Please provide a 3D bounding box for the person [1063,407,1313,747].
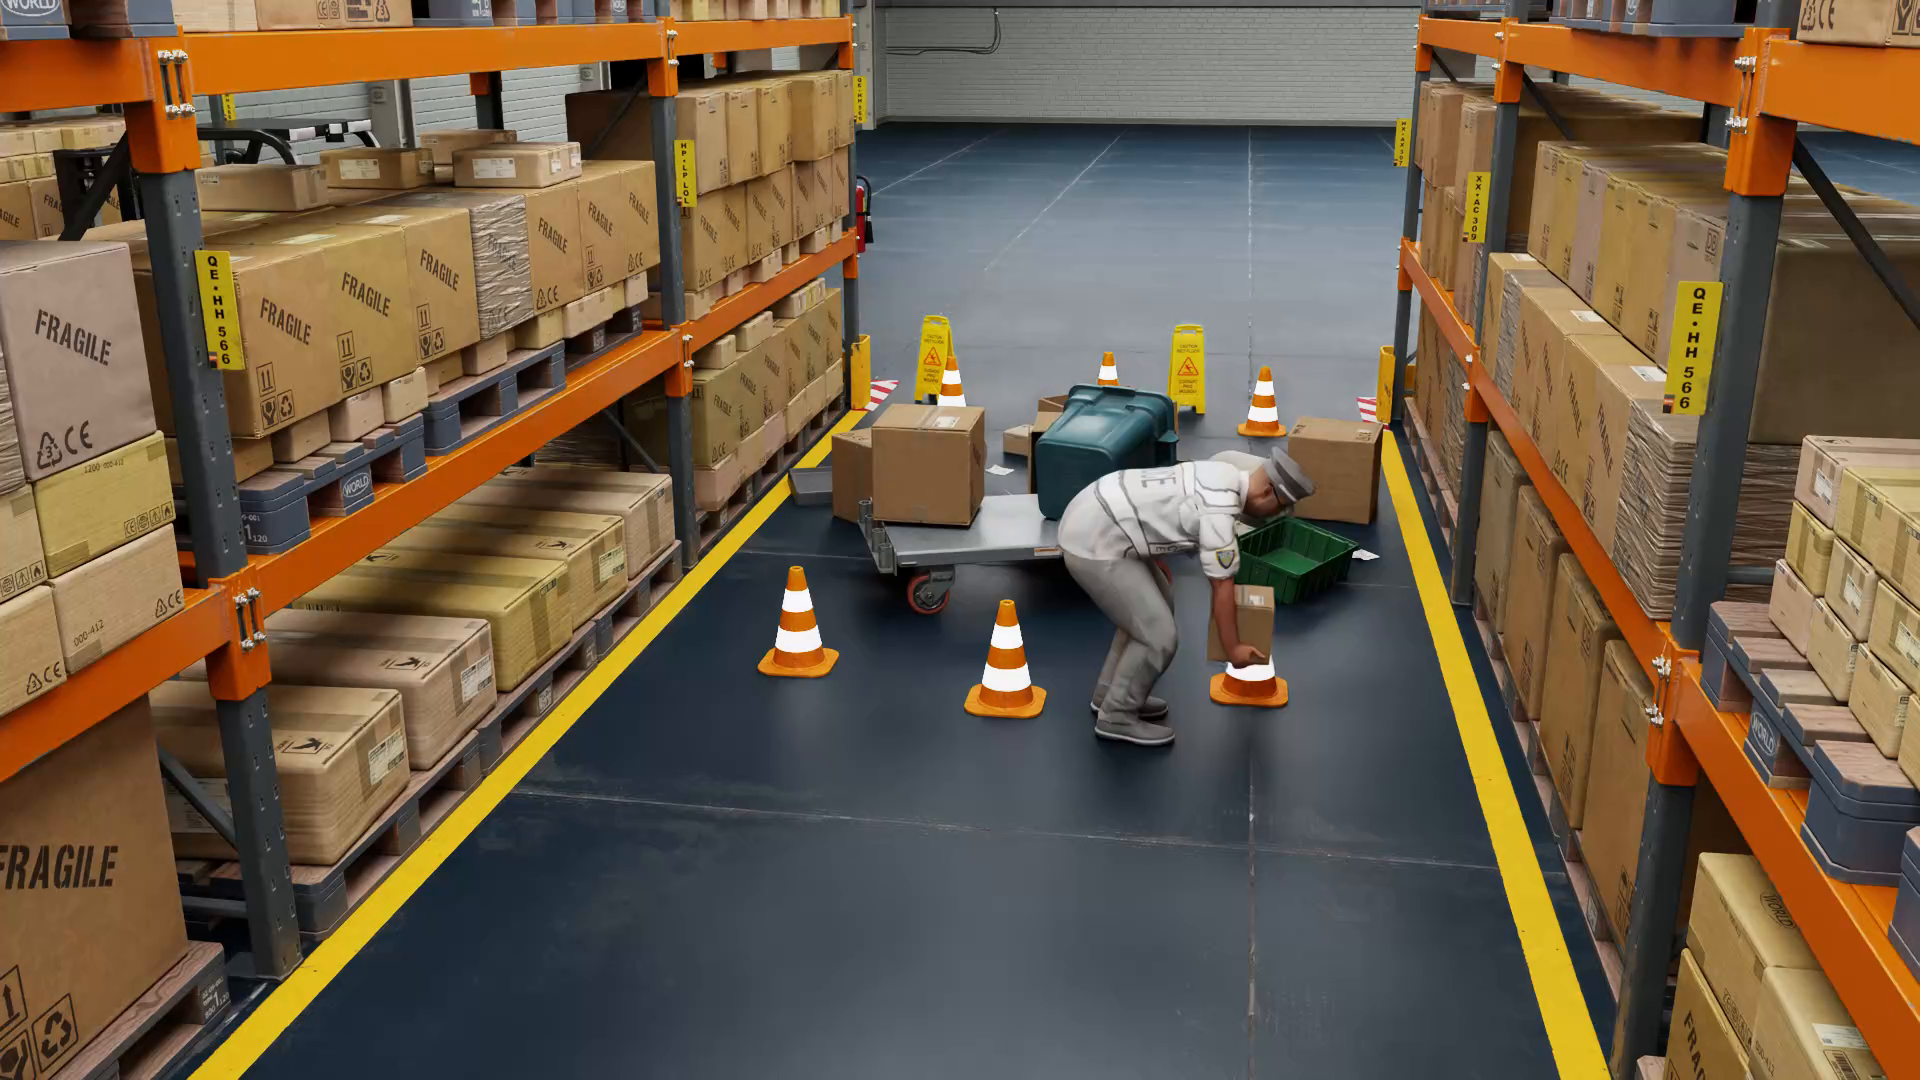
[{"bbox_3d":[0.900,0.138,6.741,0.973,1.373,0.482,2,18,7],"label":"person"}]
